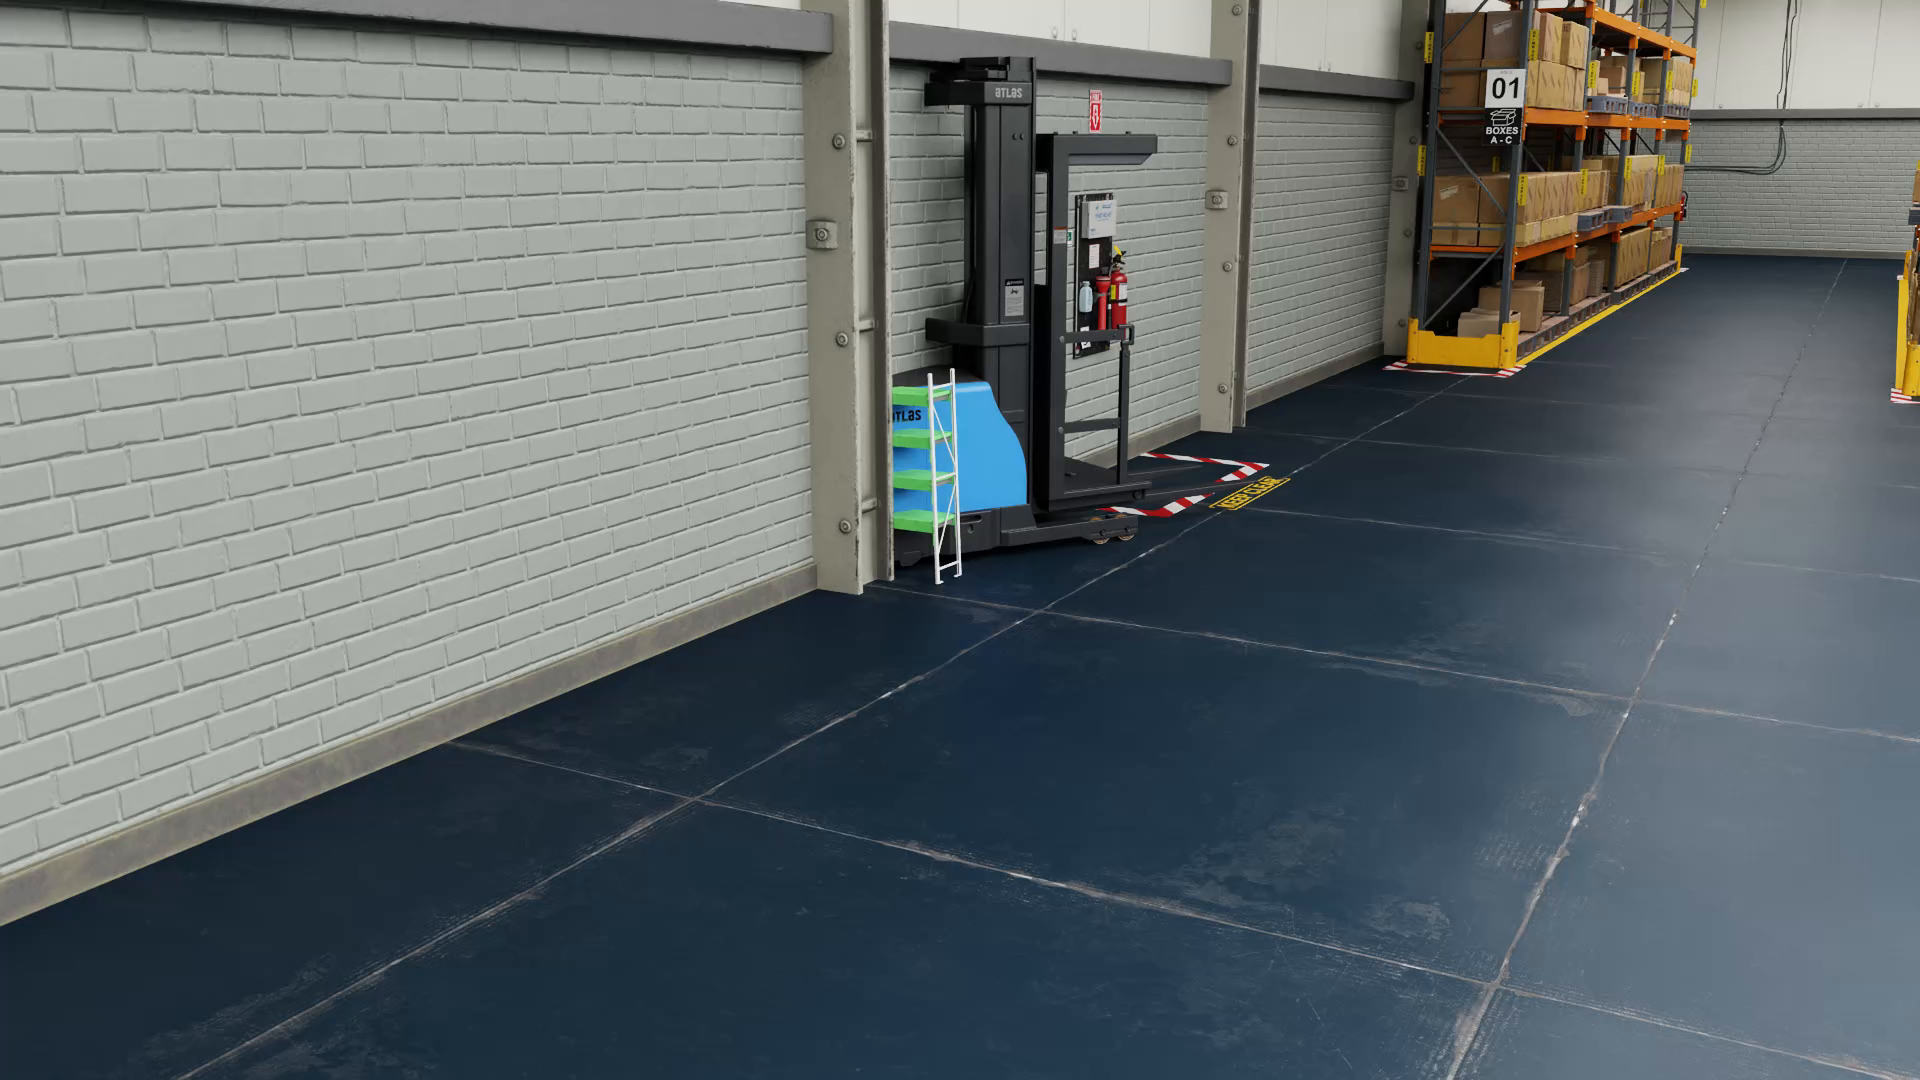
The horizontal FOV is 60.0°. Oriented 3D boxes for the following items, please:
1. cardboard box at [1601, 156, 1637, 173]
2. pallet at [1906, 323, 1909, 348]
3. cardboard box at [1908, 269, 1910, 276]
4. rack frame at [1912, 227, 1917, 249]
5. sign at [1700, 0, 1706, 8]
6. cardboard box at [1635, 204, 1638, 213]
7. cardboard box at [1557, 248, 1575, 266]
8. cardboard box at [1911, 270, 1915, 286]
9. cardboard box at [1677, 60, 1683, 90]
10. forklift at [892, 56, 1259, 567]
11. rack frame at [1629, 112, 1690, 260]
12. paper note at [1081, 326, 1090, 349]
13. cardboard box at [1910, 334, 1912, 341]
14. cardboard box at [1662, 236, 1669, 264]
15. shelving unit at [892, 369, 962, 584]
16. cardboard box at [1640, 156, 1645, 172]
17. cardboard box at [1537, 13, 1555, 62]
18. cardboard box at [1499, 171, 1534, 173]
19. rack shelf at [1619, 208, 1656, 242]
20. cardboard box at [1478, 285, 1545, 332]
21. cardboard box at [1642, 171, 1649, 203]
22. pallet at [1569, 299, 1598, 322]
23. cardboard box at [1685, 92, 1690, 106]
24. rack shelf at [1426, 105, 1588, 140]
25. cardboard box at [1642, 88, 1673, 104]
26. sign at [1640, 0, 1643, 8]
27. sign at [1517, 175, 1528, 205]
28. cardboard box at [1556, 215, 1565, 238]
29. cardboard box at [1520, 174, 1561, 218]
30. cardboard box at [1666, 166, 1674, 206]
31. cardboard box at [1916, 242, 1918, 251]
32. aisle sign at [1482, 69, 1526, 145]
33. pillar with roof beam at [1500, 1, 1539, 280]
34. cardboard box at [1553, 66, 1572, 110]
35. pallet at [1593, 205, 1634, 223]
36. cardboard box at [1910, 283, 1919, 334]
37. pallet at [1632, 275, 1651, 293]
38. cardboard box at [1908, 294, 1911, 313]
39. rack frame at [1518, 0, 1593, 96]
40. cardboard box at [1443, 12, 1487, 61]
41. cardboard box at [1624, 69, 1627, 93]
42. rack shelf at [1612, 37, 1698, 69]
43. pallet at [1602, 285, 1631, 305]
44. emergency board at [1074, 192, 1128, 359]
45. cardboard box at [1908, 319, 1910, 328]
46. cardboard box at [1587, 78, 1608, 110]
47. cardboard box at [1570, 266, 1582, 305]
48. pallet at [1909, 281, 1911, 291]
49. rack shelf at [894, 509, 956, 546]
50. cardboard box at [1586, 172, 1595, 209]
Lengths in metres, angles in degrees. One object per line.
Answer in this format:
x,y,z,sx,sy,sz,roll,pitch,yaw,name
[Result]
10.185,-5.814,25.760,0.500,0.250,0.500,7,15,27,cardboard box
12.207,-2.491,20.417,1.003,0.211,1.213,7,15,28,pallet
15.908,-4.393,27.501,0.380,0.149,0.250,7,15,28,cardboard box
17.686,-6.153,29.657,1.000,3.000,0.127,7,15,28,rack frame
13.816,-10.058,30.893,0.100,0.325,0.005,7,15,28,sign
10.846,-5.424,27.124,0.380,0.149,0.250,7,15,26,cardboard box
8.346,-3.966,23.378,0.500,0.250,0.500,7,15,26,cardboard box
13.062,-3.469,22.297,0.500,0.311,0.500,7,15,27,cardboard box
12.481,-8.218,29.433,0.500,0.500,0.500,7,15,28,cardboard box
0.543,-1.498,10.493,3.031,2.935,1.130,-8,16,-29,forklift
13.348,-6.714,31.982,1.000,3.000,0.127,7,15,28,rack frame
0.920,-1.482,12.162,0.016,0.148,0.142,7,15,28,paper note
10.183,-1.986,17.340,0.500,0.250,0.500,7,15,28,cardboard box
12.855,-5.445,31.157,0.700,0.500,0.500,7,15,28,cardboard box
-0.287,-0.382,9.547,0.503,1.200,0.258,7,16,34,shelving unit
10.664,-6.023,26.625,0.500,0.250,0.500,7,15,27,cardboard box
6.298,-5.582,18.500,0.500,0.500,0.500,7,15,27,cardboard box
7.137,-4.480,21.395,0.500,0.500,0.500,7,15,27,cardboard box
10.447,-5.133,26.960,1.077,0.370,4.000,7,15,28,rack shelf
6.700,-2.823,20.239,0.700,0.500,0.500,6,15,25,cardboard box
10.923,-5.765,27.155,0.500,0.500,0.500,7,15,28,cardboard box
8.510,-3.307,23.802,1.003,0.211,1.213,7,15,28,pallet
13.226,-8.172,30.839,0.500,0.250,0.500,8,16,30,cardboard box
6.580,-4.950,19.800,1.077,0.370,4.000,7,15,28,rack shelf
11.979,-7.643,28.647,0.500,0.250,0.500,7,15,28,cardboard box
12.865,-10.225,31.417,0.100,0.325,0.005,7,15,28,sign
6.088,-3.791,18.009,0.100,0.325,0.005,7,15,28,sign
7.105,-3.851,20.384,0.500,0.250,0.500,7,15,28,cardboard box
6.849,-4.109,19.856,0.500,0.500,0.500,8,16,30,cardboard box
12.391,-6.448,30.239,0.980,0.700,0.700,7,15,25,cardboard box
14.822,-4.419,25.258,0.500,0.250,0.500,7,15,28,cardboard box
5.841,-4.646,17.859,0.394,0.787,0.004,7,15,28,aisle sign
11.863,-7.332,21.748,9.100,9.000,0.400,7,15,28,pillar with roof beam
7.029,-5.416,19.944,0.500,0.500,0.500,7,15,26,cardboard box
9.229,-4.821,24.540,1.213,0.211,1.003,7,15,28,pallet
10.420,-2.453,17.680,0.500,0.500,0.500,7,15,28,cardboard box
11.107,-4.371,28.212,1.003,0.211,1.213,7,15,28,pallet
12.820,-3.095,21.941,0.500,0.250,0.500,7,15,27,cardboard box
7.547,-7.168,21.067,1.000,3.000,0.127,7,15,28,rack frame
5.592,-5.552,18.373,0.500,0.500,0.500,8,16,31,cardboard box
10.153,-7.126,26.139,0.700,0.500,0.500,8,16,31,cardboard box
12.381,-8.676,29.708,1.077,0.370,4.000,7,15,28,rack shelf
9.927,-3.870,26.136,1.003,0.211,1.213,7,15,28,pallet
1.066,-1.939,12.177,0.194,1.169,0.643,7,15,28,emergency board
11.395,-2.498,19.466,0.500,0.250,0.500,7,15,28,cardboard box
8.772,-6.335,23.748,0.797,0.503,0.637,10,17,36,cardboard box
8.376,-3.615,23.524,0.700,0.500,0.500,8,15,29,cardboard box
16.085,-4.118,27.164,1.003,0.211,1.213,7,15,28,pallet
-0.277,-0.086,9.616,0.480,0.148,0.258,7,16,34,rack shelf
8.390,-4.867,23.171,0.700,0.500,0.500,10,17,36,cardboard box
